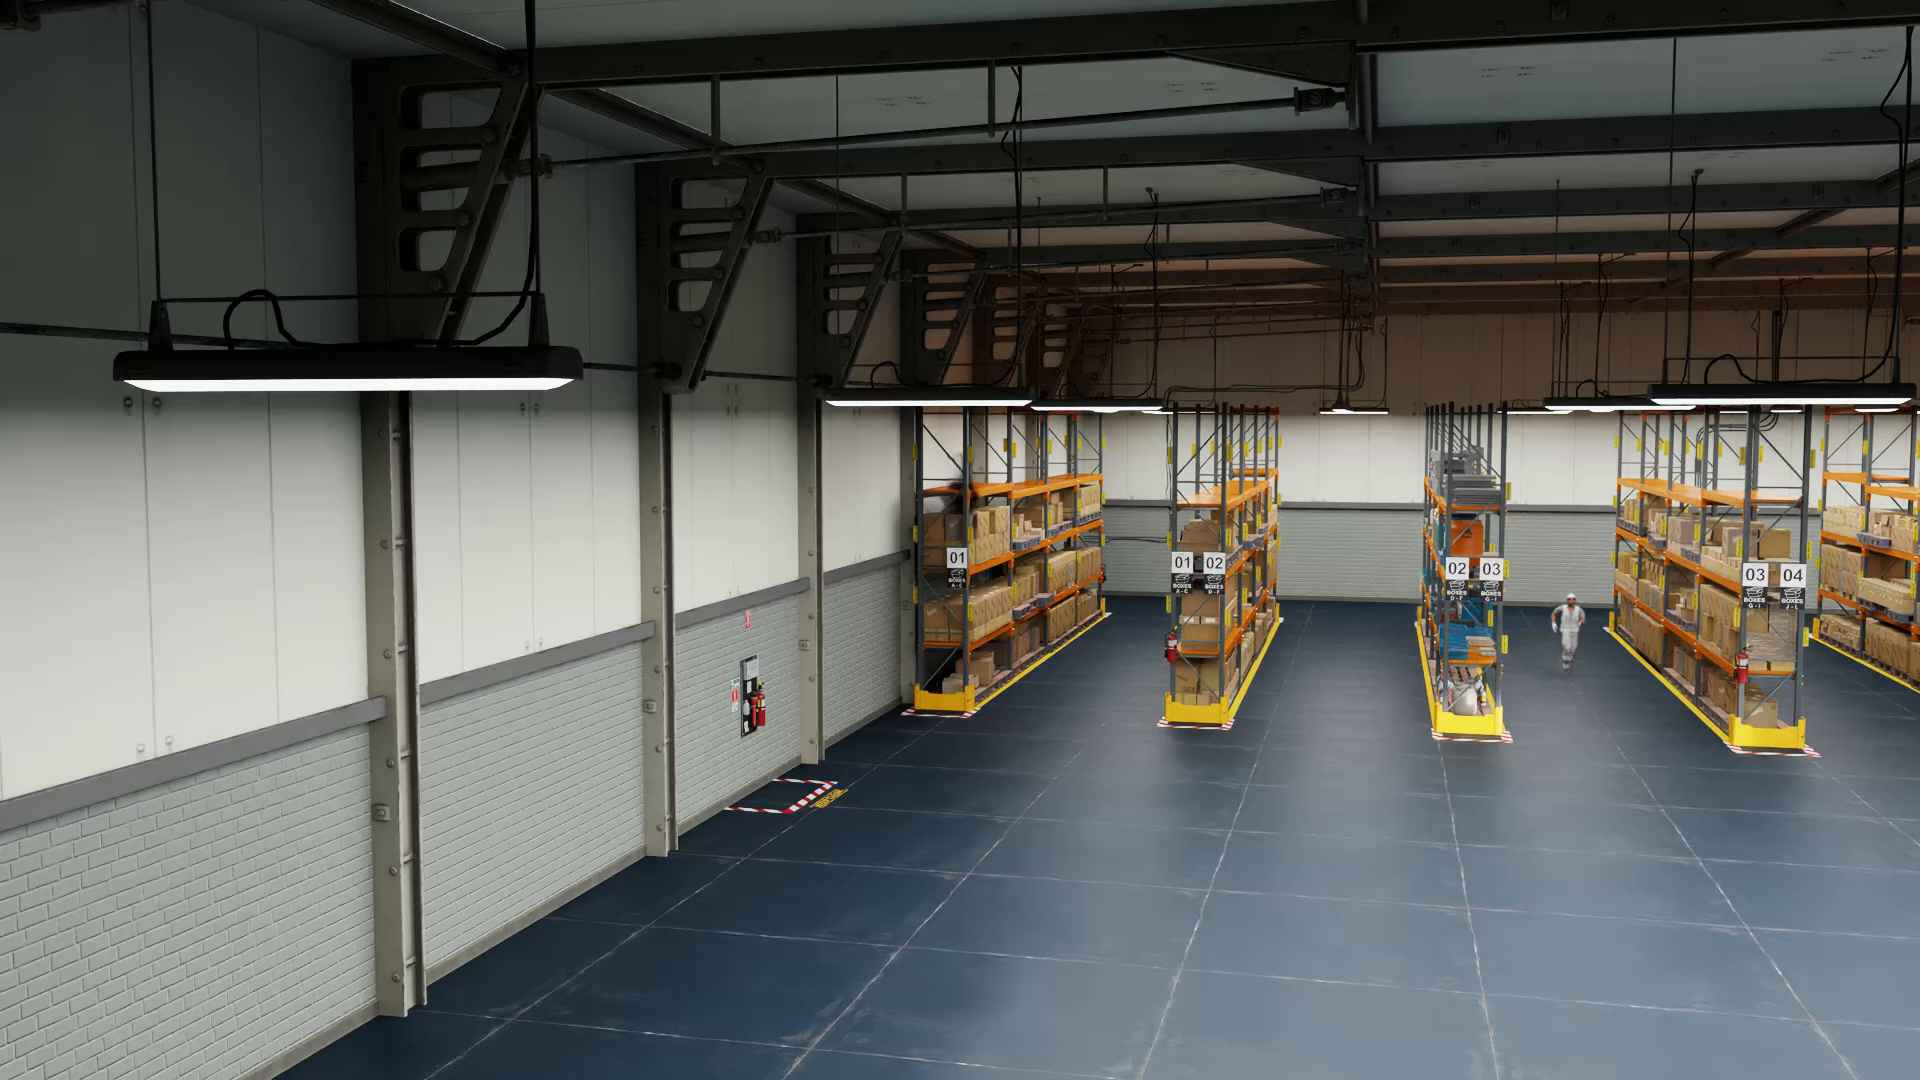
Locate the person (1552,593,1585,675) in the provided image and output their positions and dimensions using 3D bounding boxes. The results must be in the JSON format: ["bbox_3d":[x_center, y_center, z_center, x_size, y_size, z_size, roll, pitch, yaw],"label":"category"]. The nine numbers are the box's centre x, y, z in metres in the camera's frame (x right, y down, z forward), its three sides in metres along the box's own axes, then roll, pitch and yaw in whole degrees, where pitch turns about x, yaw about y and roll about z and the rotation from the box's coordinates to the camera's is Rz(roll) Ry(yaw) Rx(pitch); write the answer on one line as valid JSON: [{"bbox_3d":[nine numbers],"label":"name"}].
[{"bbox_3d":[13.589,2.110,37.080,0.666,1.855,0.755,0,4,3],"label":"person"}]
